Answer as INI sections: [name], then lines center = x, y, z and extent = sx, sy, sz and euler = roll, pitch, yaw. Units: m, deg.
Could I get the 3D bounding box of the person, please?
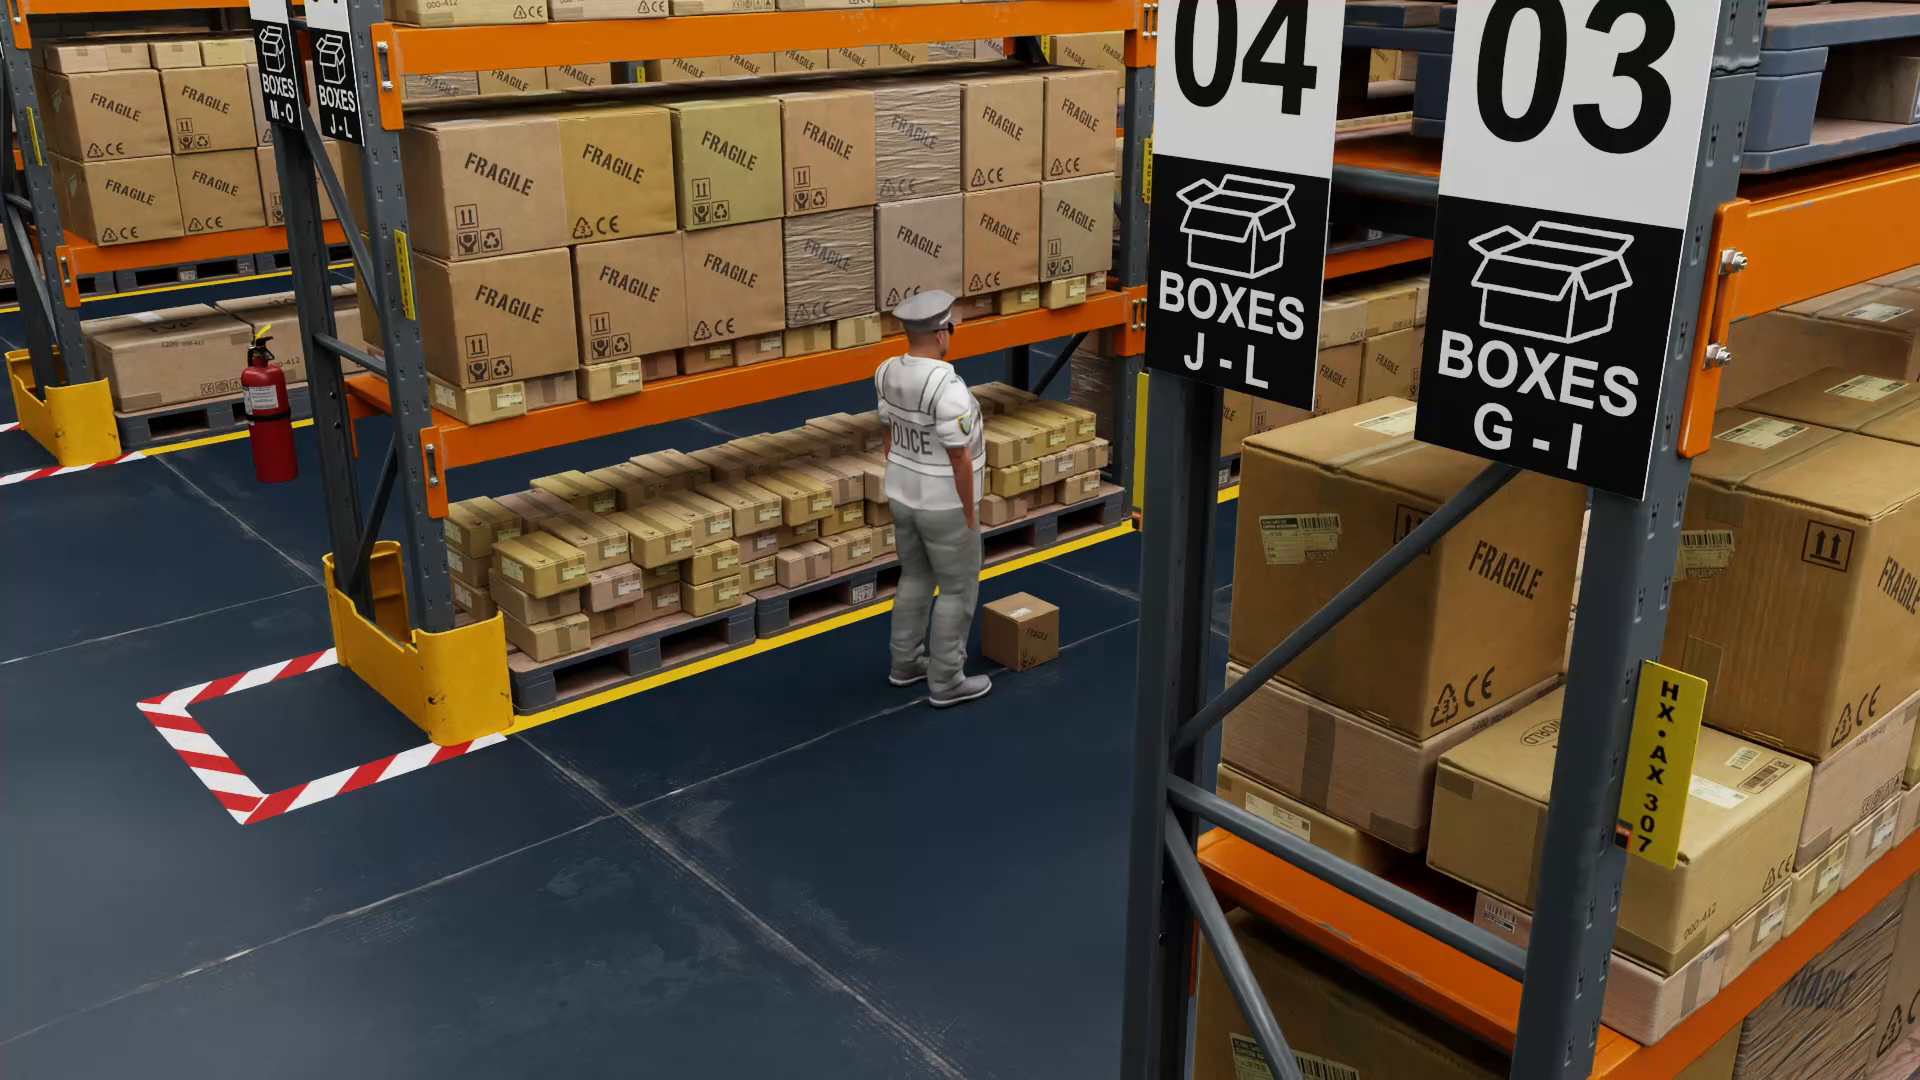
[person]
center = -0.109, -0.177, 7.028
extent = 0.393, 1.760, 0.526
euler = -17, 27, -37
